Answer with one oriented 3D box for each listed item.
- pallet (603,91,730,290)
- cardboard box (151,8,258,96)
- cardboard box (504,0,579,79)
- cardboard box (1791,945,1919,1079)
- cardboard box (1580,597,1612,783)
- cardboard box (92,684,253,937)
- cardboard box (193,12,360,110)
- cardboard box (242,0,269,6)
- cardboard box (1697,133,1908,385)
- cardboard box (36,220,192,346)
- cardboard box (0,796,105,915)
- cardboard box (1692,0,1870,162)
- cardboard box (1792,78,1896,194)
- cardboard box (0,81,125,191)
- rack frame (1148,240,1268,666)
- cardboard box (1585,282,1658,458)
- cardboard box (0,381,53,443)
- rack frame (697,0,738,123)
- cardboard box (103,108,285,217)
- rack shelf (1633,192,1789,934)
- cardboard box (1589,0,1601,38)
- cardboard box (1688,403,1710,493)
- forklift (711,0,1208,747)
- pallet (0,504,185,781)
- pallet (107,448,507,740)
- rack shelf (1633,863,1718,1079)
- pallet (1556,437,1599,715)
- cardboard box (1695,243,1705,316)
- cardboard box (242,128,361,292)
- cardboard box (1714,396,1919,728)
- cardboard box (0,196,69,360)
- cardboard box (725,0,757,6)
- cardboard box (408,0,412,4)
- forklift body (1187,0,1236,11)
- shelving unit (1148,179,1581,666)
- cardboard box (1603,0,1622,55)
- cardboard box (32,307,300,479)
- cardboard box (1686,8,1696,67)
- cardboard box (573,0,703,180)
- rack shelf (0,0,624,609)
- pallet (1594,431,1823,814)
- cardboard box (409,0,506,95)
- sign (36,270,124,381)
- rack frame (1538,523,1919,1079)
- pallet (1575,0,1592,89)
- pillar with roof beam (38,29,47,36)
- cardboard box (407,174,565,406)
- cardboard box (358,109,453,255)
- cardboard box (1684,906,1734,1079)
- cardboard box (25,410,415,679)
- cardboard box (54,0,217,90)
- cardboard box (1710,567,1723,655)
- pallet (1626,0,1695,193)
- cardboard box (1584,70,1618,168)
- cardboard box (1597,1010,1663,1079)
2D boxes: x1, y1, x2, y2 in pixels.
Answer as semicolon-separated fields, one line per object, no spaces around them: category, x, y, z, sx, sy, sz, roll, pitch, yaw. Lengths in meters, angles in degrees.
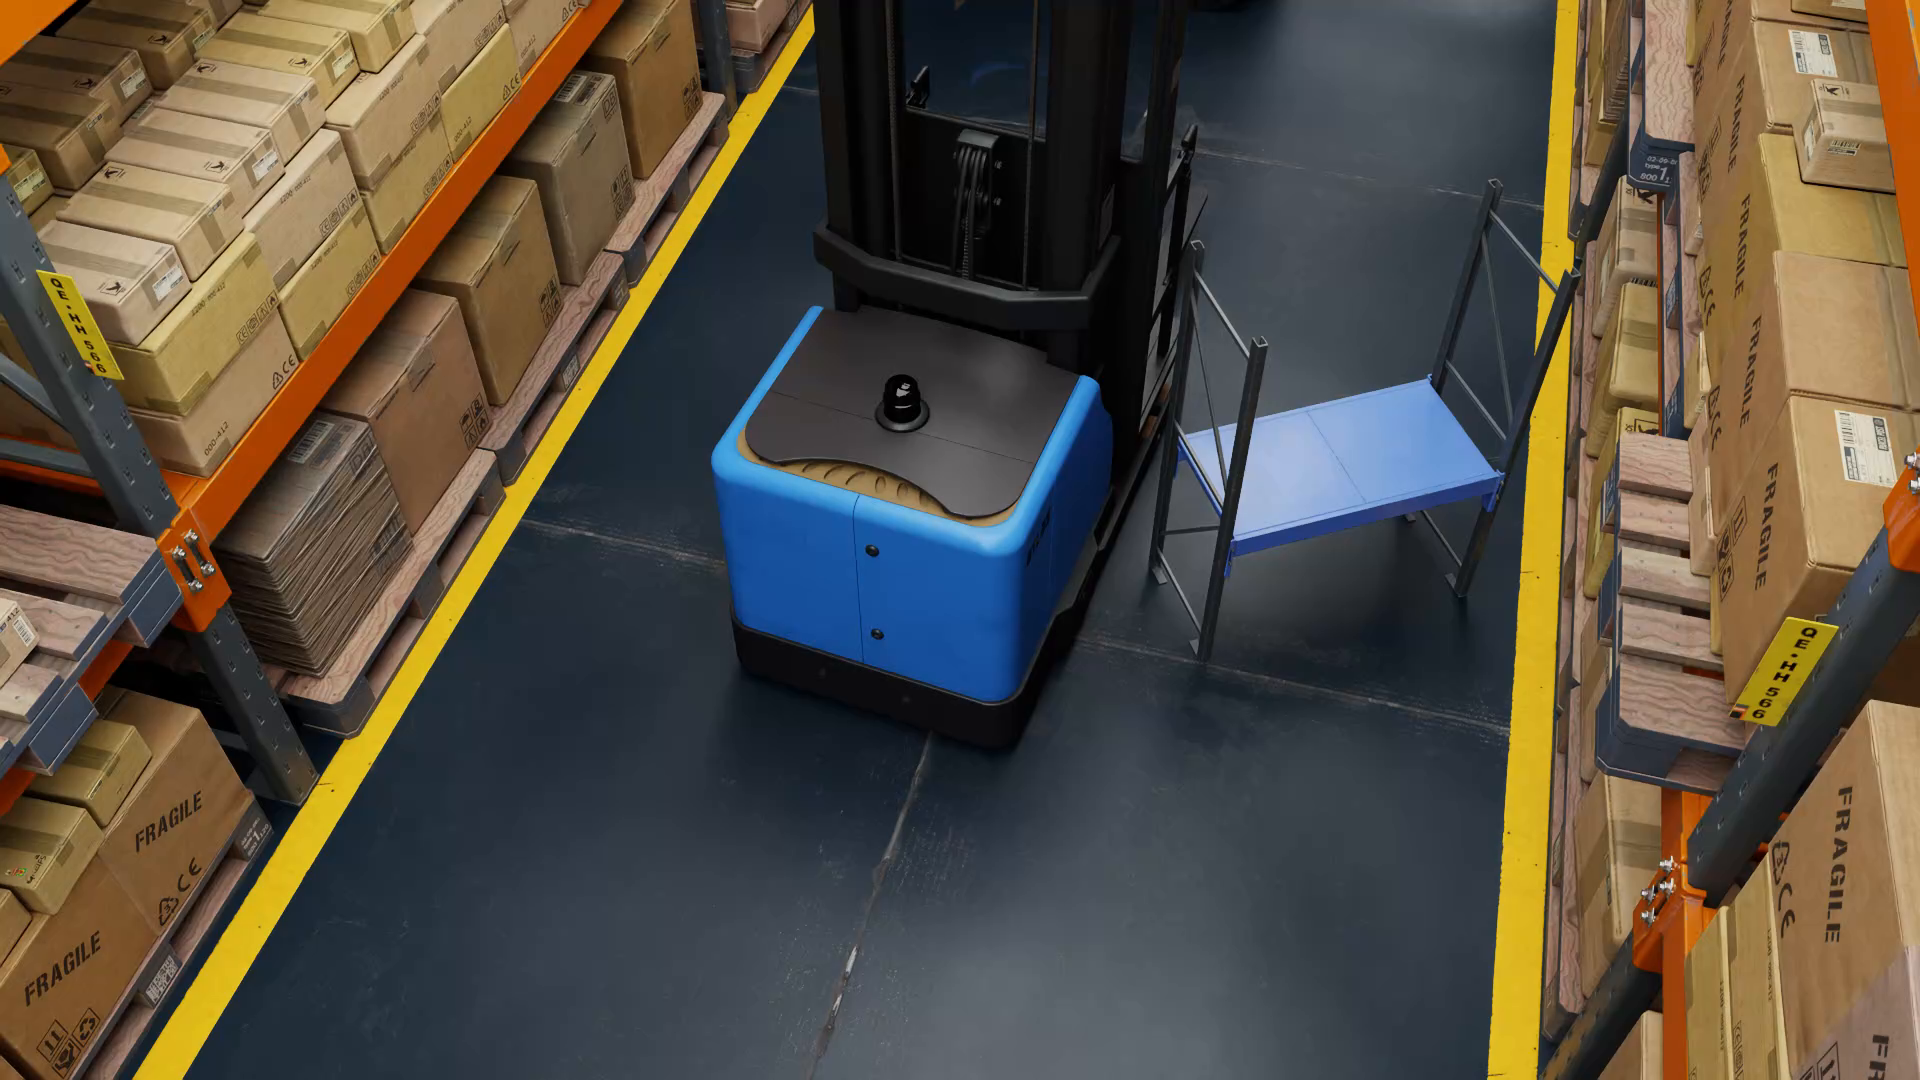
pallet;-1.736;-1.684;7.595;1.003;0.211;1.213;12;50;10
cardboard box;-2.514;-1.482;5.324;0.500;0.250;0.500;11;50;10
cardboard box;-1.747;-1.964;6.083;0.500;0.250;0.500;12;50;10
cardboard box;1.671;1.028;2.609;0.500;0.500;0.500;12;50;10
cardboard box;2.502;0.511;5.271;0.950;0.372;0.625;11;49;9
cardboard box;-2.536;0.782;4.946;0.500;0.500;0.500;13;50;11
cardboard box;-2.058;-1.438;5.019;0.380;0.149;0.250;12;50;10
cardboard box;-2.356;-1.891;5.419;0.380;0.149;0.250;13;50;11
cardboard box;2.266;-0.673;4.298;0.500;0.500;0.500;9;49;7
cardboard box;-2.264;-0.674;4.345;0.380;0.149;0.250;13;50;11
cardboard box;-2.560;0.830;4.471;0.380;0.149;0.250;9;49;8
cardboard box;2.536;-1.441;4.976;0.500;0.500;0.500;11;50;10
cardboard box;2.316;-1.001;4.155;0.380;0.149;0.250;9;49;8
cardboard box;-2.654;-1.164;4.777;0.380;0.149;0.250;12;50;10
rack frame;0.789;-0.235;5.457;0.032;1.500;0.500;-13;50;-12
cardboard box;2.889;-0.539;6.198;0.950;0.372;0.625;14;50;12
cardboard box;-2.761;-0.580;4.861;0.500;0.250;0.500;11;49;9
rack frame;-1.579;-3.147;7.027;1.000;3.000;0.127;12;50;10
cardboard box;-2.152;-1.059;4.684;0.380;0.149;0.250;13;50;11
rack shelf;2.684;-0.486;5.158;1.077;0.370;4.000;12;50;10
cardboard box;3.376;-2.634;8.128;0.500;0.250;0.500;12;50;11
cardboard box;2.115;-0.196;4.310;0.380;0.149;0.250;9;49;8
forklift;0.227;-1.407;5.537;1.130;2.935;3.031;16;51;14
pallet;-2.743;0.314;4.101;1.213;0.211;1.003;12;50;10
pallet;-2.378;0.081;6.038;1.003;0.211;1.213;12;50;10
rack shelf;1.631;2.407;2.604;1.077;0.370;4.000;12;50;10
pallet;2.688;0.201;5.932;1.003;0.211;1.213;12;50;10
cardboard box;2.348;-0.753;4.801;0.380;0.149;0.250;10;49;9
cardboard box;-2.147;-1.005;4.903;0.500;0.250;0.500;13;50;11
cardboard box;2.009;0.069;3.644;0.500;0.500;0.500;10;49;9
cardboard box;-2.782;-0.750;4.677;0.500;0.250;0.500;13;50;11
cardboard box;-1.154;-2.831;7.968;0.500;0.250;0.500;11;50;10
cardboard box;-1.959;-1.817;5.354;0.380;0.149;0.250;12;50;10
forklift body;0.734;-4.028;8.371;2.313;2.155;1.214;12;50;10
shelving unit;1.273;-0.350;5.559;1.048;1.500;0.538;-13;50;-12
cardboard box;3.239;-2.497;7.507;0.500;0.500;0.500;12;50;11
cardboard box;-2.280;-0.477;4.771;0.500;0.250;0.500;12;50;10
cardboard box;2.686;-1.710;5.646;0.380;0.149;0.250;12;50;11
cardboard box;-1.706;-2.121;7.425;0.875;0.625;0.625;14;50;12
rack shelf;-2.106;-1.463;6.020;1.077;0.370;4.000;12;50;10
pallet;2.242;0.250;4.157;1.213;0.211;1.003;12;50;10
cardboard box;-1.881;-1.754;5.564;0.500;0.250;0.500;12;50;11
sign;-2.106;-0.511;3.981;0.100;0.325;0.005;12;50;10
rack frame;2.158;0.723;3.611;1.000;3.000;0.127;12;50;10
pallet;3.672;-2.626;8.427;1.003;0.211;1.213;12;50;10
pillar with roof beam;0.995;-2.511;2.464;9.100;9.000;0.400;12;50;10
cardboard box;-2.113;-1.017;6.451;0.875;0.625;0.625;10;49;8
cardboard box;-2.014;-1.214;5.421;0.500;0.250;0.500;10;49;9
cardboard box;1.786;1.077;3.399;0.500;0.250;0.500;11;49;9
cardboard box;-2.455;-0.056;5.602;0.875;0.625;0.625;13;50;11
cardboard box;-2.512;-1.529;5.099;0.380;0.149;0.250;11;50;10
cardboard box;2.018;0.175;3.982;0.380;0.149;0.250;12;50;11
pallet;2.869;-1.583;5.774;1.003;0.211;1.213;12;50;10
cardboard box;3.107;-1.880;7.463;0.500;0.250;0.500;14;50;12
cardboard box;1.896;1.770;3.824;0.875;0.875;0.875;11;50;10
